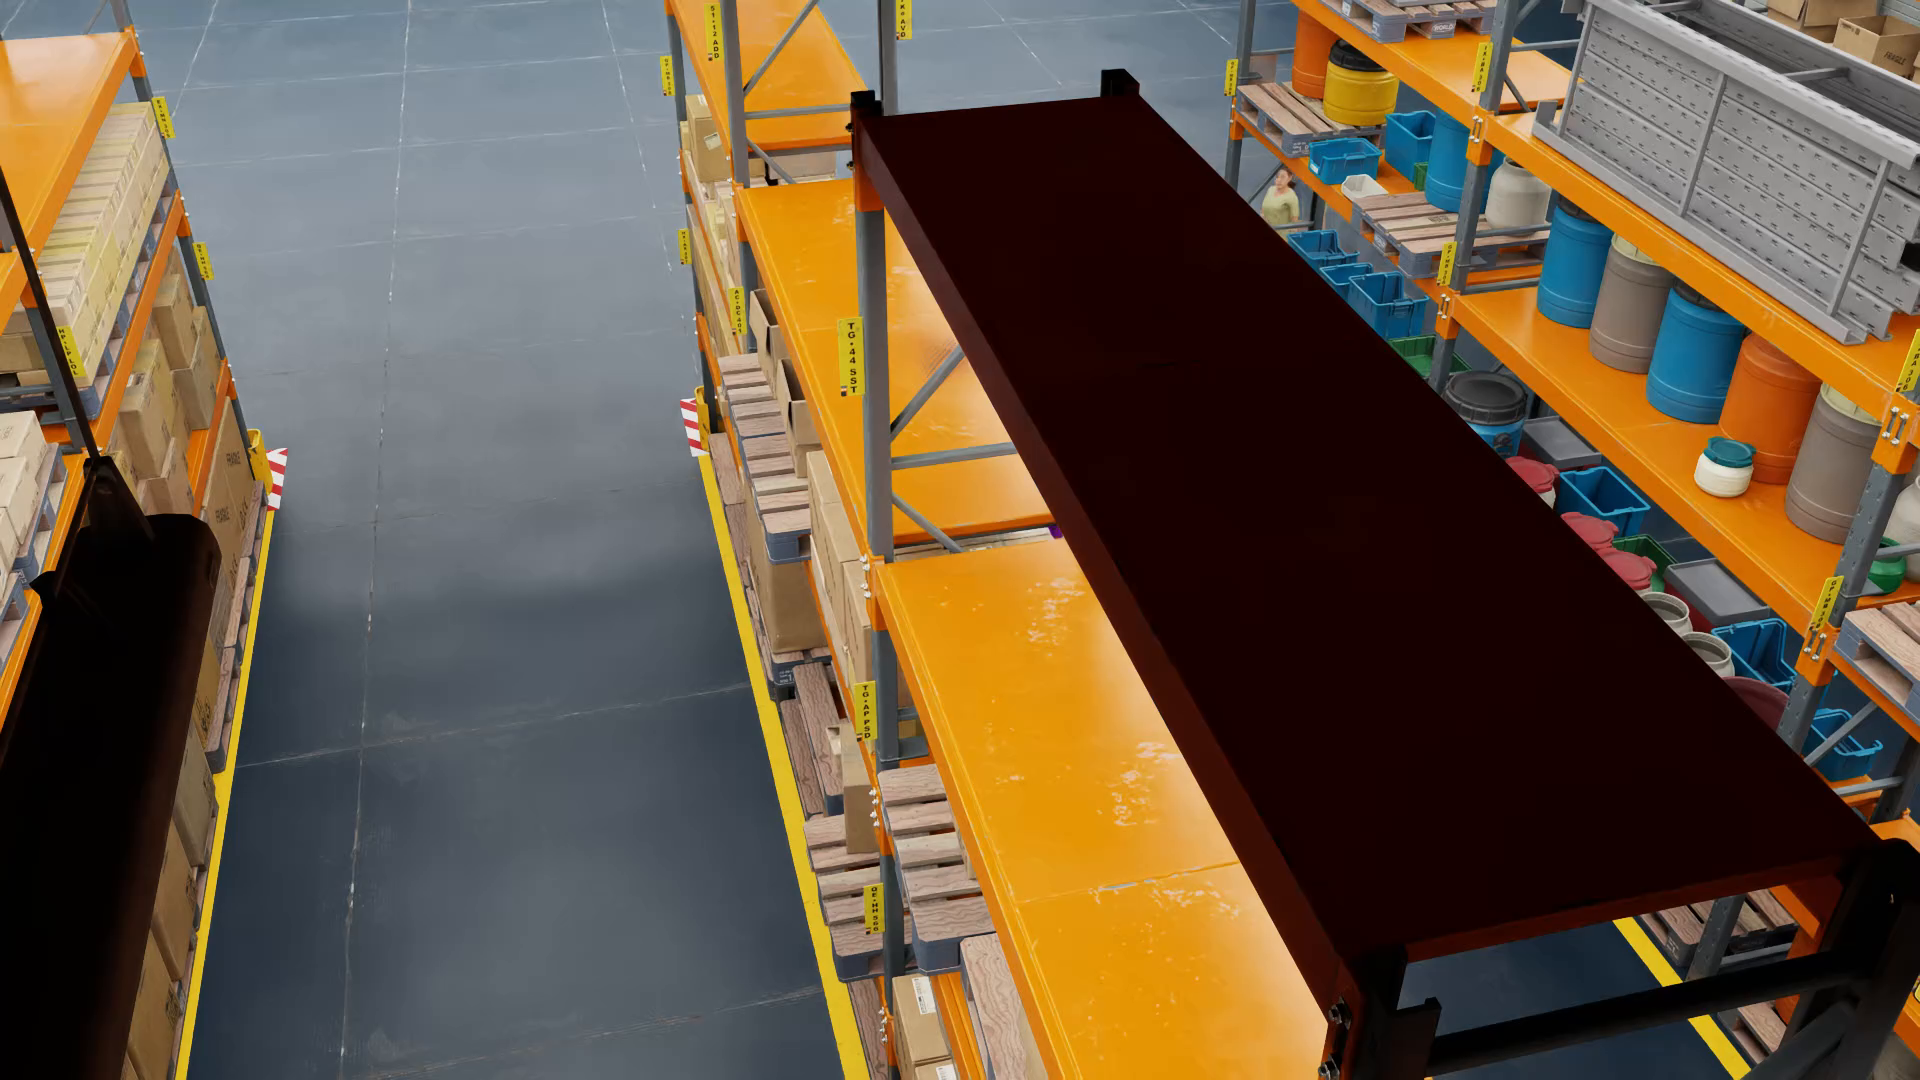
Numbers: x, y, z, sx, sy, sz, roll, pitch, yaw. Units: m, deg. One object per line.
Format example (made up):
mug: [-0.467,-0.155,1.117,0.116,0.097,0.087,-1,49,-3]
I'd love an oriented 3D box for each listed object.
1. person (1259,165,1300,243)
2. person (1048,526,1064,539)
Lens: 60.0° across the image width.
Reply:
person: [3.275,-3.130,17.238,1.032,1.616,0.405,1,34,2]
person: [0.574,0.109,11.977,0.463,1.771,0.601,0,34,0]
